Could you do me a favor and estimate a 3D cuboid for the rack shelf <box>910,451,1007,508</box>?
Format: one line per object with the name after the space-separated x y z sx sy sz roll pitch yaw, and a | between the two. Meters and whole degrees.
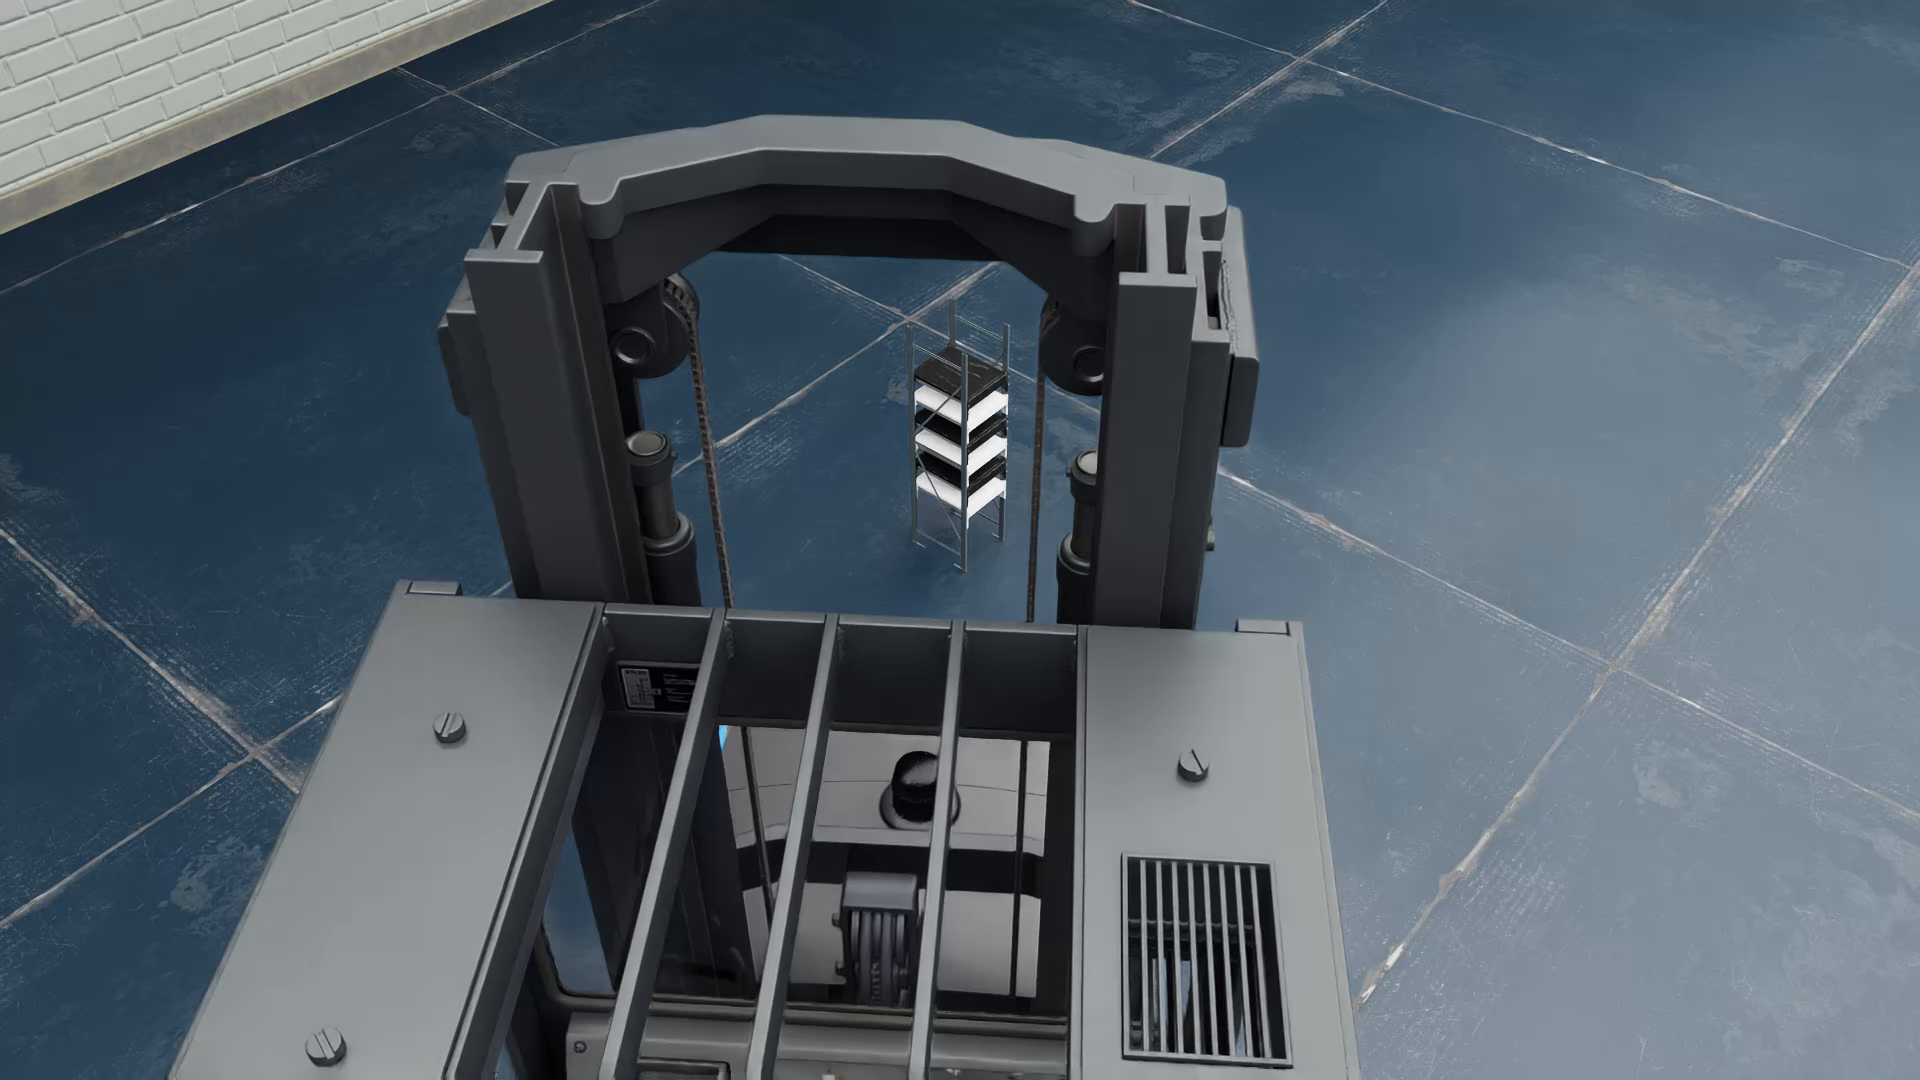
-0.005 -0.238 5.526 0.258 0.077 0.200 29 50 28 | rack shelf

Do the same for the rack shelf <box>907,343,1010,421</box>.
-0.005 -0.504 5.283 0.258 0.077 0.200 29 50 28 | rack shelf

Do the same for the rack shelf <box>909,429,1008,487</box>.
-0.005 -0.304 5.465 0.258 0.077 0.200 29 50 28 | rack shelf

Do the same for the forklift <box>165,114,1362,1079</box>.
-0.158 1.036 2.432 1.130 2.935 3.031 3 42 3 | forklift

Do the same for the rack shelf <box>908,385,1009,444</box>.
-0.005 -0.437 5.344 0.258 0.077 0.200 29 50 28 | rack shelf

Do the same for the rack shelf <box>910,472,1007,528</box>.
-0.005 -0.171 5.586 0.258 0.077 0.200 29 50 28 | rack shelf

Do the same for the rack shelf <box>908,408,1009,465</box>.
-0.005 -0.371 5.405 0.258 0.077 0.200 29 50 28 | rack shelf

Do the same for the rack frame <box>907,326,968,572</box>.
-0.071 -0.276 5.385 0.240 0.900 0.006 29 50 28 | rack frame

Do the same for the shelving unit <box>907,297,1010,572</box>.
-0.005 -0.329 5.443 0.258 0.900 0.210 29 50 28 | shelving unit

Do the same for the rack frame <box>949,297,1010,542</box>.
0.060 -0.381 5.500 0.240 0.900 0.006 29 50 28 | rack frame
